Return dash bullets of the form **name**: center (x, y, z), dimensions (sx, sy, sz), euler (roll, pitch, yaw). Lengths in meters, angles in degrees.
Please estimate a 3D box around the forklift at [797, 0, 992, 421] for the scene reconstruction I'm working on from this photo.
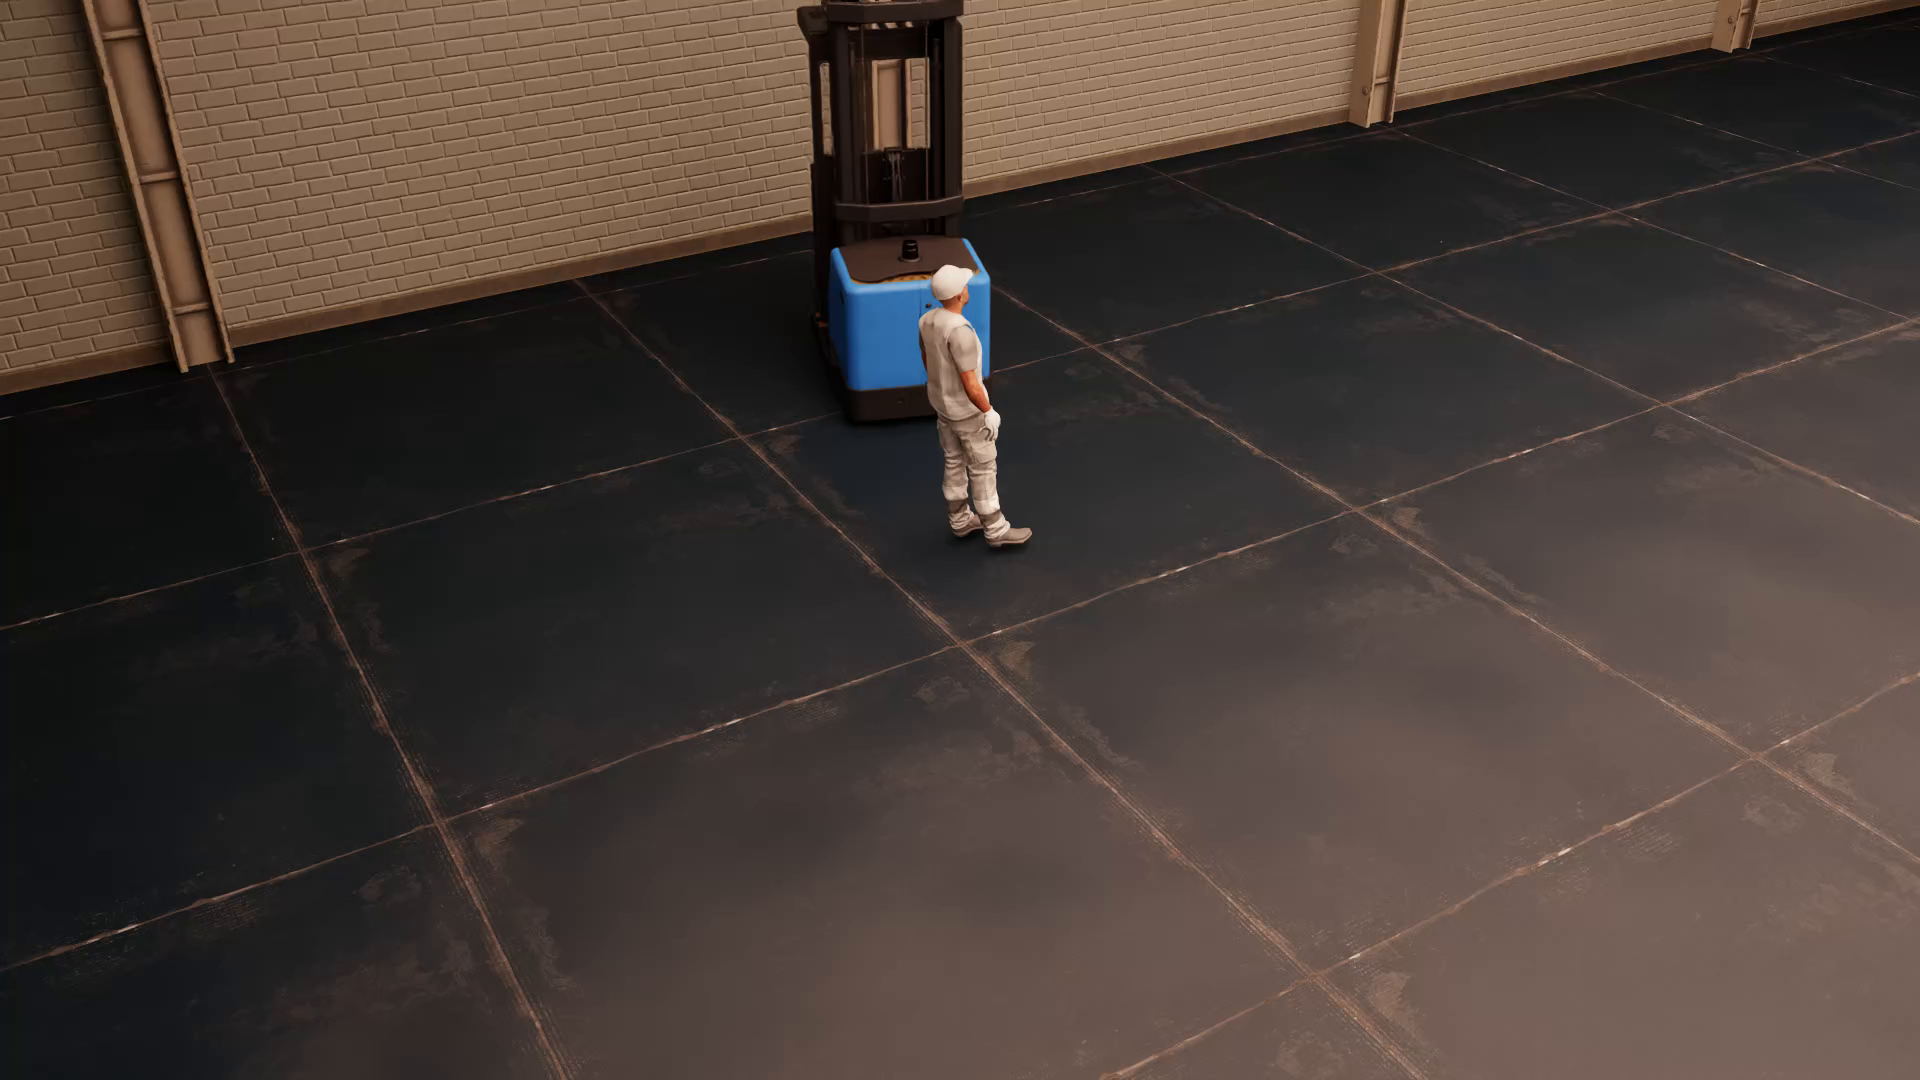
- **forklift**: center (-0.573, -2.840, 12.390), dimensions (1.130, 2.935, 3.031), euler (-6, 31, -10)

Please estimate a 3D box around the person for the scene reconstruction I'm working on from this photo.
- **person**: center (0.074, -0.824, 10.043), dimensions (0.564, 1.786, 0.638), euler (-17, 35, -26)
